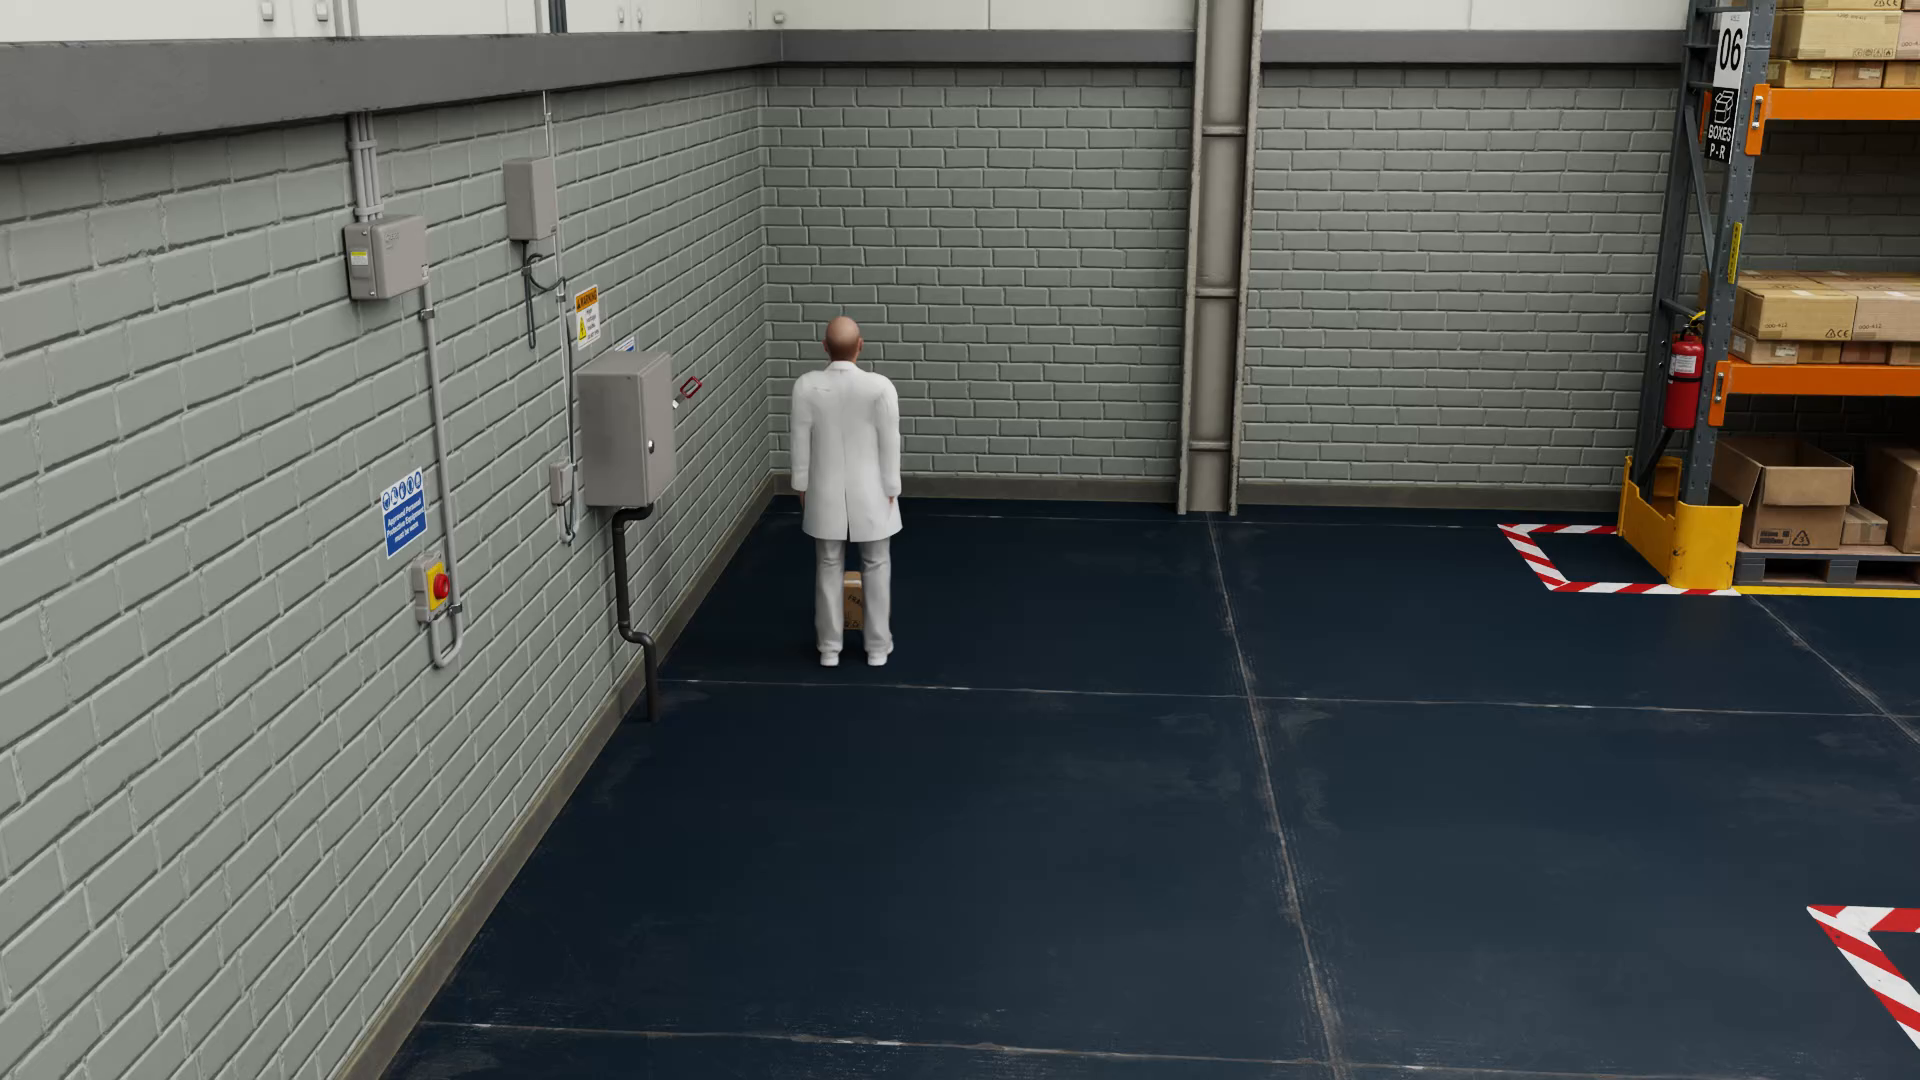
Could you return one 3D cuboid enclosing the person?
[{"bbox_3d":[-0.580,-0.155,8.417,0.623,1.582,0.589,1,17,5],"label":"person"}]
